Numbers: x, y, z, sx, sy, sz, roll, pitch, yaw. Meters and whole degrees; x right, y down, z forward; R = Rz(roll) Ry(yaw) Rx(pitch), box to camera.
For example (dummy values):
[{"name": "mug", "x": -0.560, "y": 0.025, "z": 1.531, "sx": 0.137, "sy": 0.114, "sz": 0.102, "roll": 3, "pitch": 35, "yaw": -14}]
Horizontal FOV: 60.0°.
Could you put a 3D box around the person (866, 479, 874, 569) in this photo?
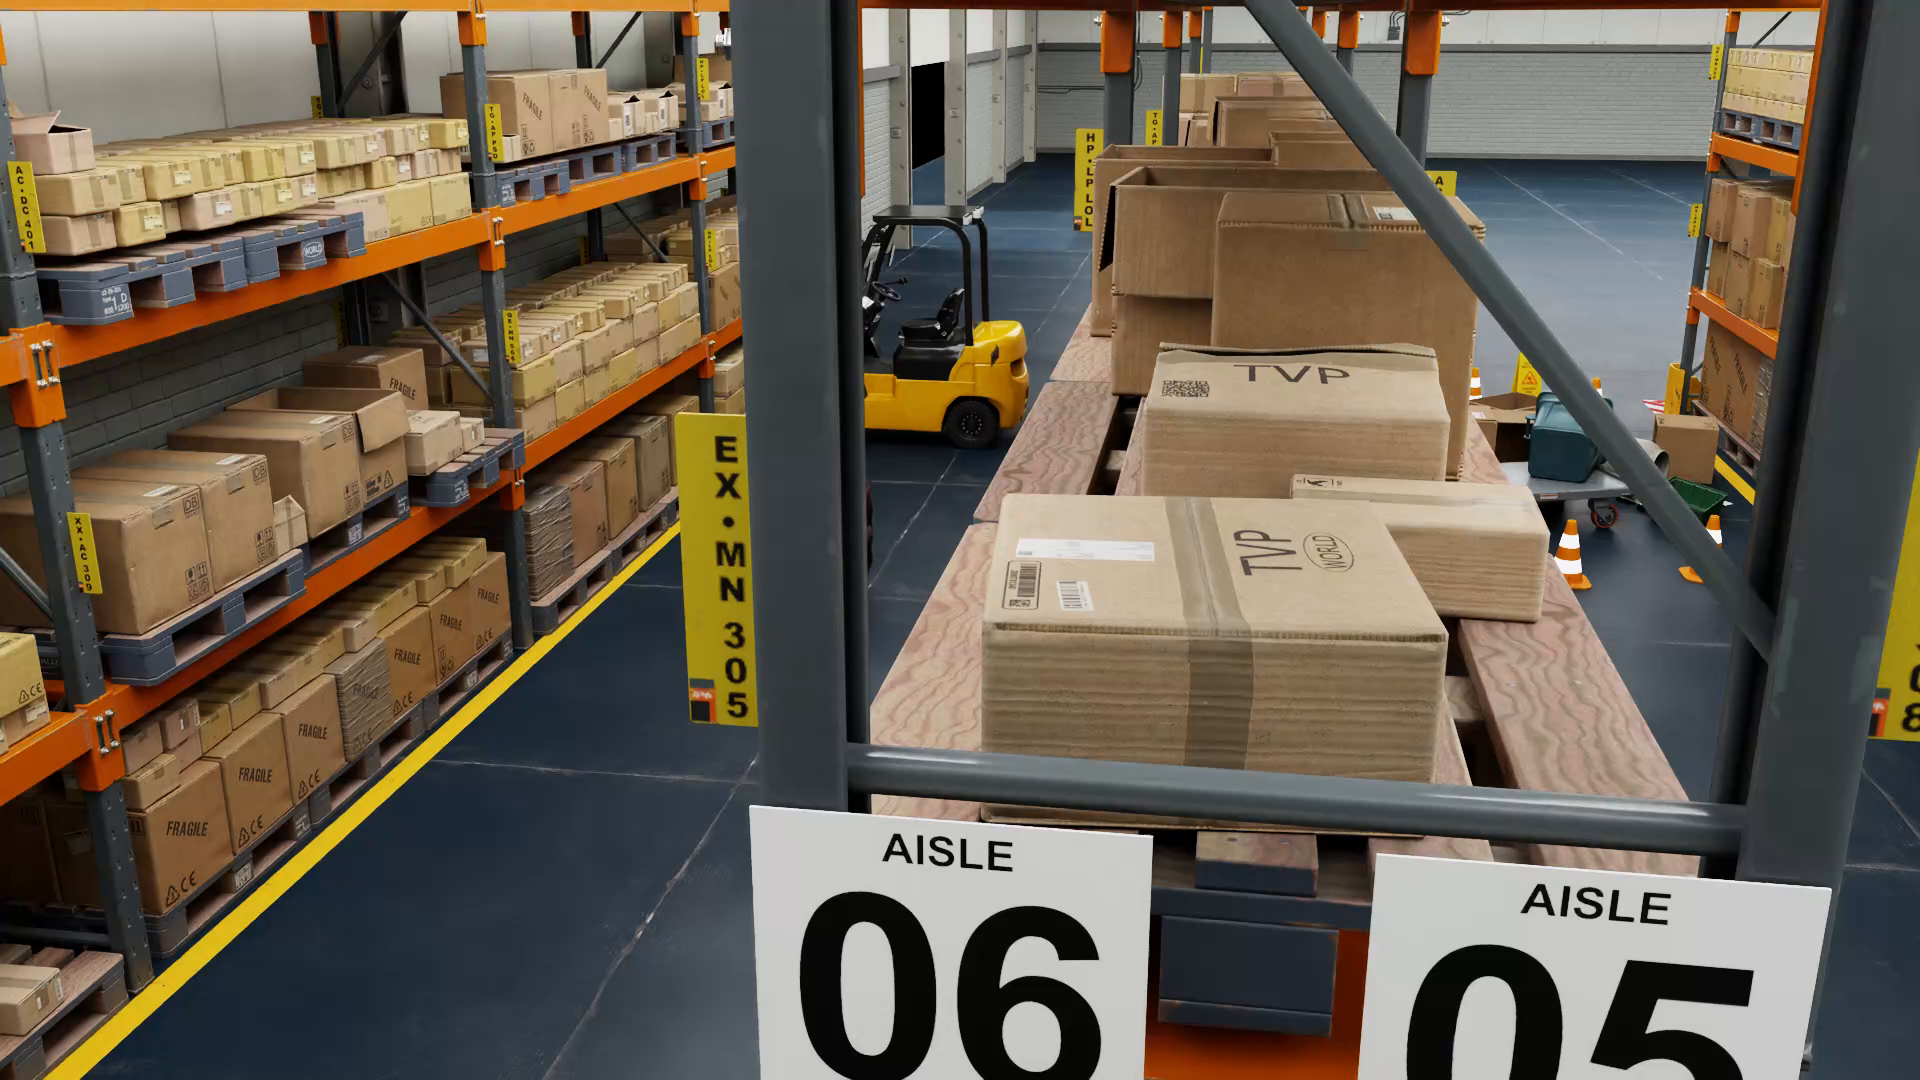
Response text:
[{"name": "person", "x": -0.857, "y": 0.009, "z": 11.279, "sx": 0.591, "sy": 1.031, "sz": 0.939, "roll": 2, "pitch": 18, "yaw": 6}]
